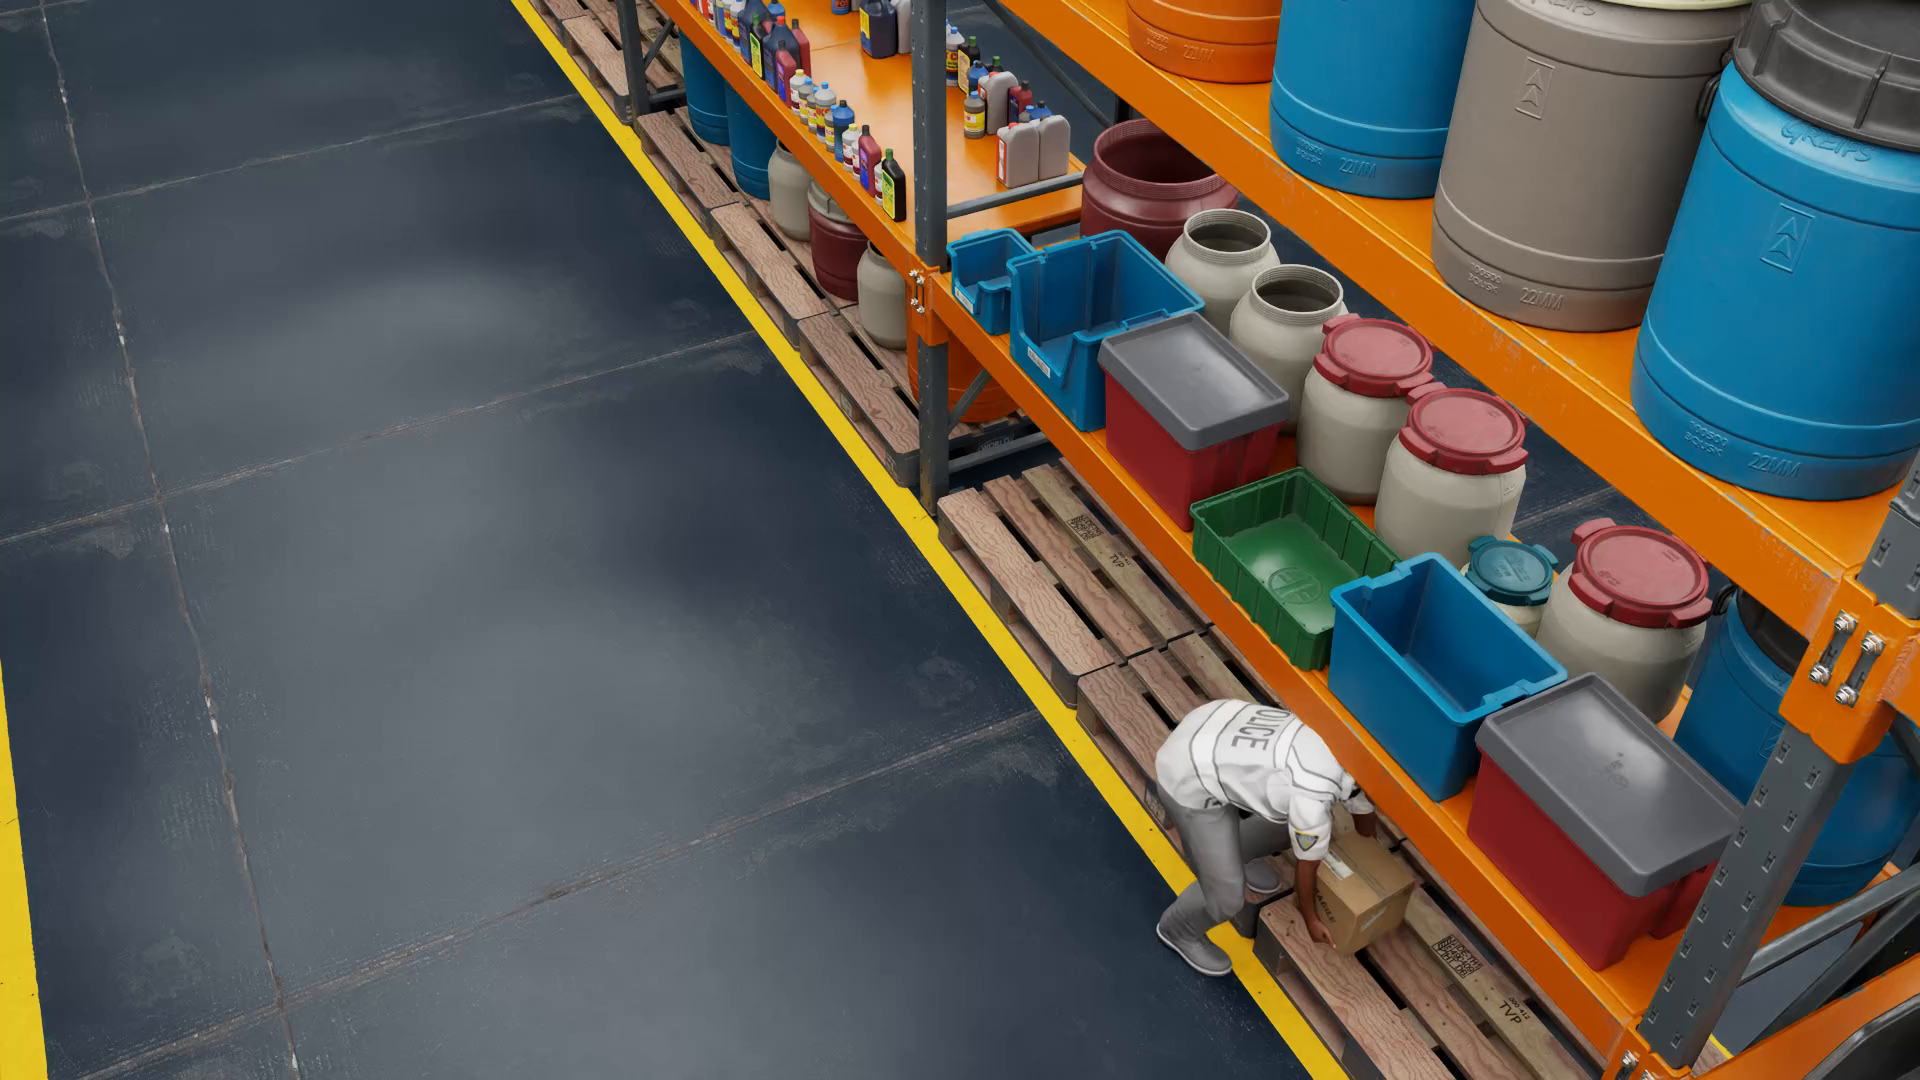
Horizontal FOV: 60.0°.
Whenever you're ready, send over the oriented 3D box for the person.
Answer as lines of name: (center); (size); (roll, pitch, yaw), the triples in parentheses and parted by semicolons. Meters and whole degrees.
person: (1.053, 0.967, 5.376); (0.893, 1.256, 0.464); (25, 47, 26)
